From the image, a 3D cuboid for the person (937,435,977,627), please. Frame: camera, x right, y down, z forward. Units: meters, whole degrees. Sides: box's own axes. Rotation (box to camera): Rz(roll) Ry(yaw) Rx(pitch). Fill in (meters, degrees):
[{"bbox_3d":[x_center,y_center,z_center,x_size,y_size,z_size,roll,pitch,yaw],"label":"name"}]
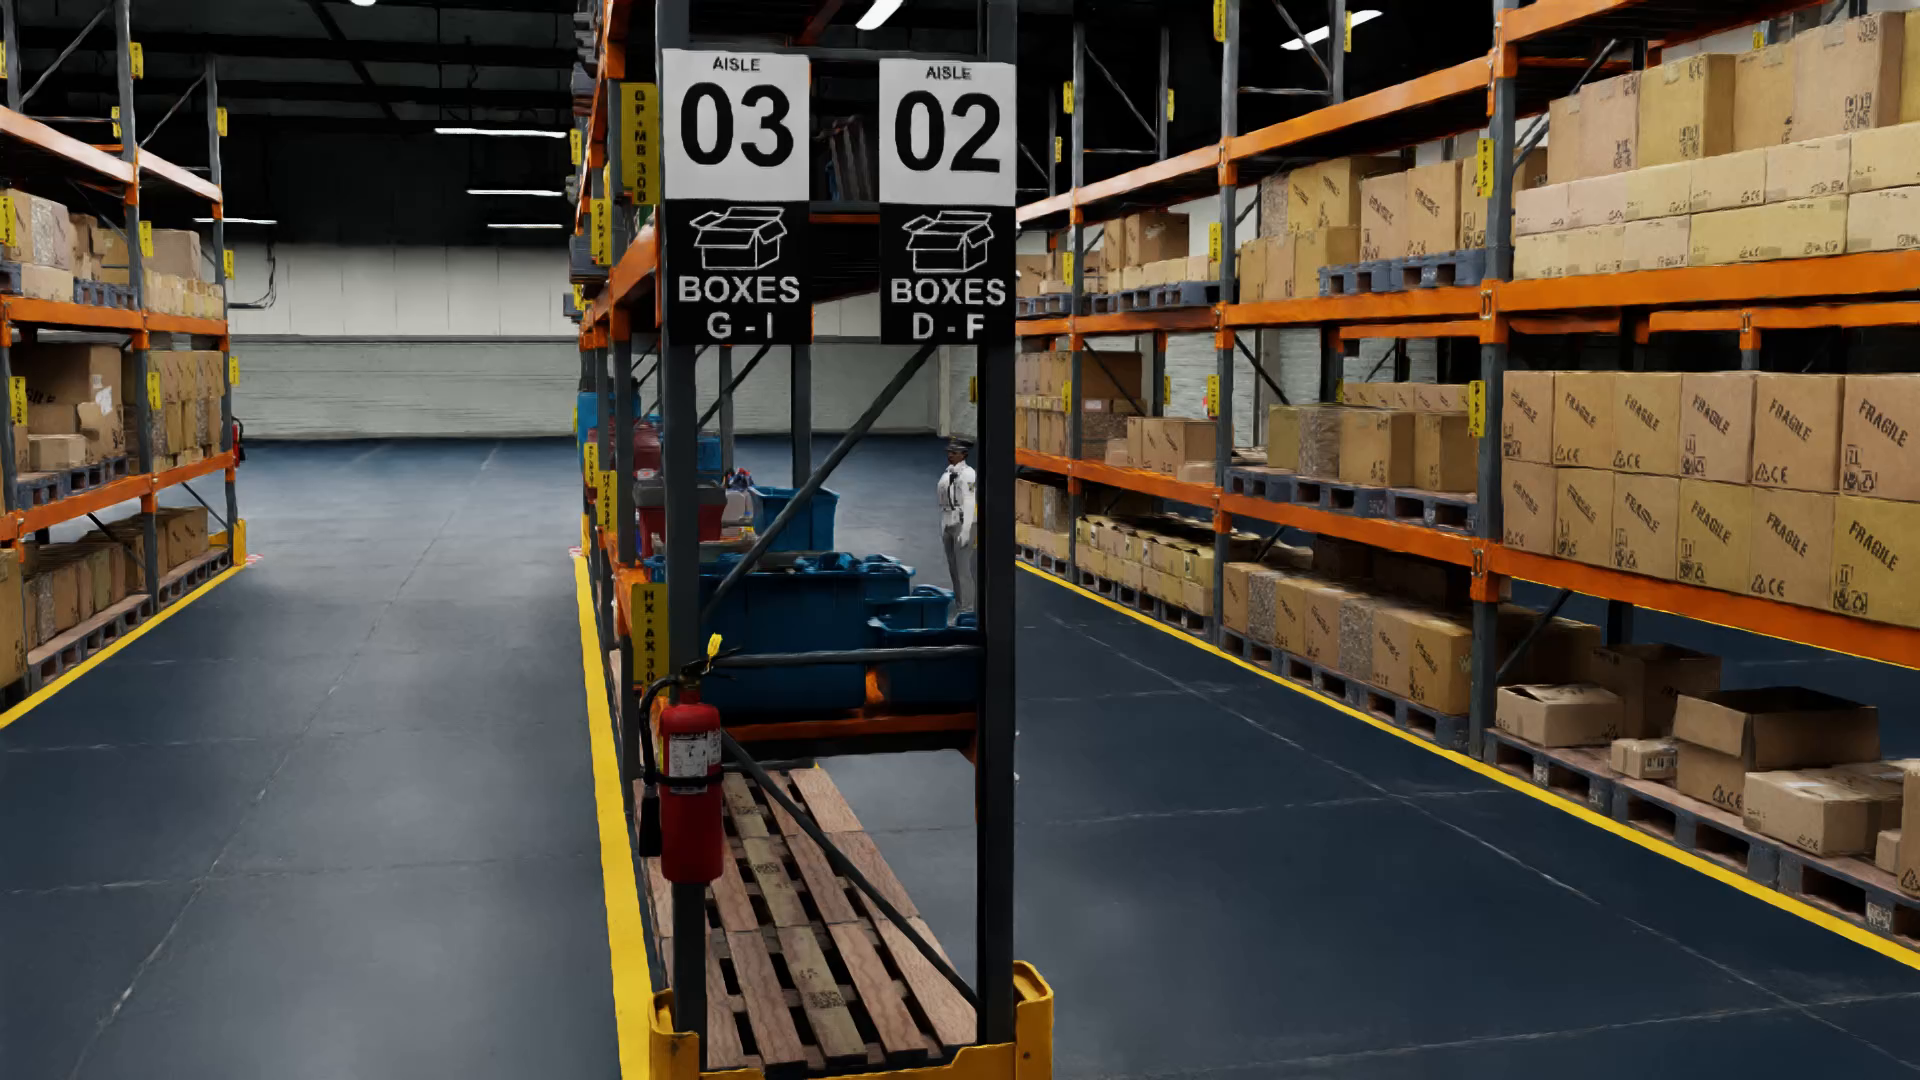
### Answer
[{"bbox_3d":[-0.030,-0.082,14.647,0.344,1.687,0.545,-3,7,-23],"label":"person"}]
